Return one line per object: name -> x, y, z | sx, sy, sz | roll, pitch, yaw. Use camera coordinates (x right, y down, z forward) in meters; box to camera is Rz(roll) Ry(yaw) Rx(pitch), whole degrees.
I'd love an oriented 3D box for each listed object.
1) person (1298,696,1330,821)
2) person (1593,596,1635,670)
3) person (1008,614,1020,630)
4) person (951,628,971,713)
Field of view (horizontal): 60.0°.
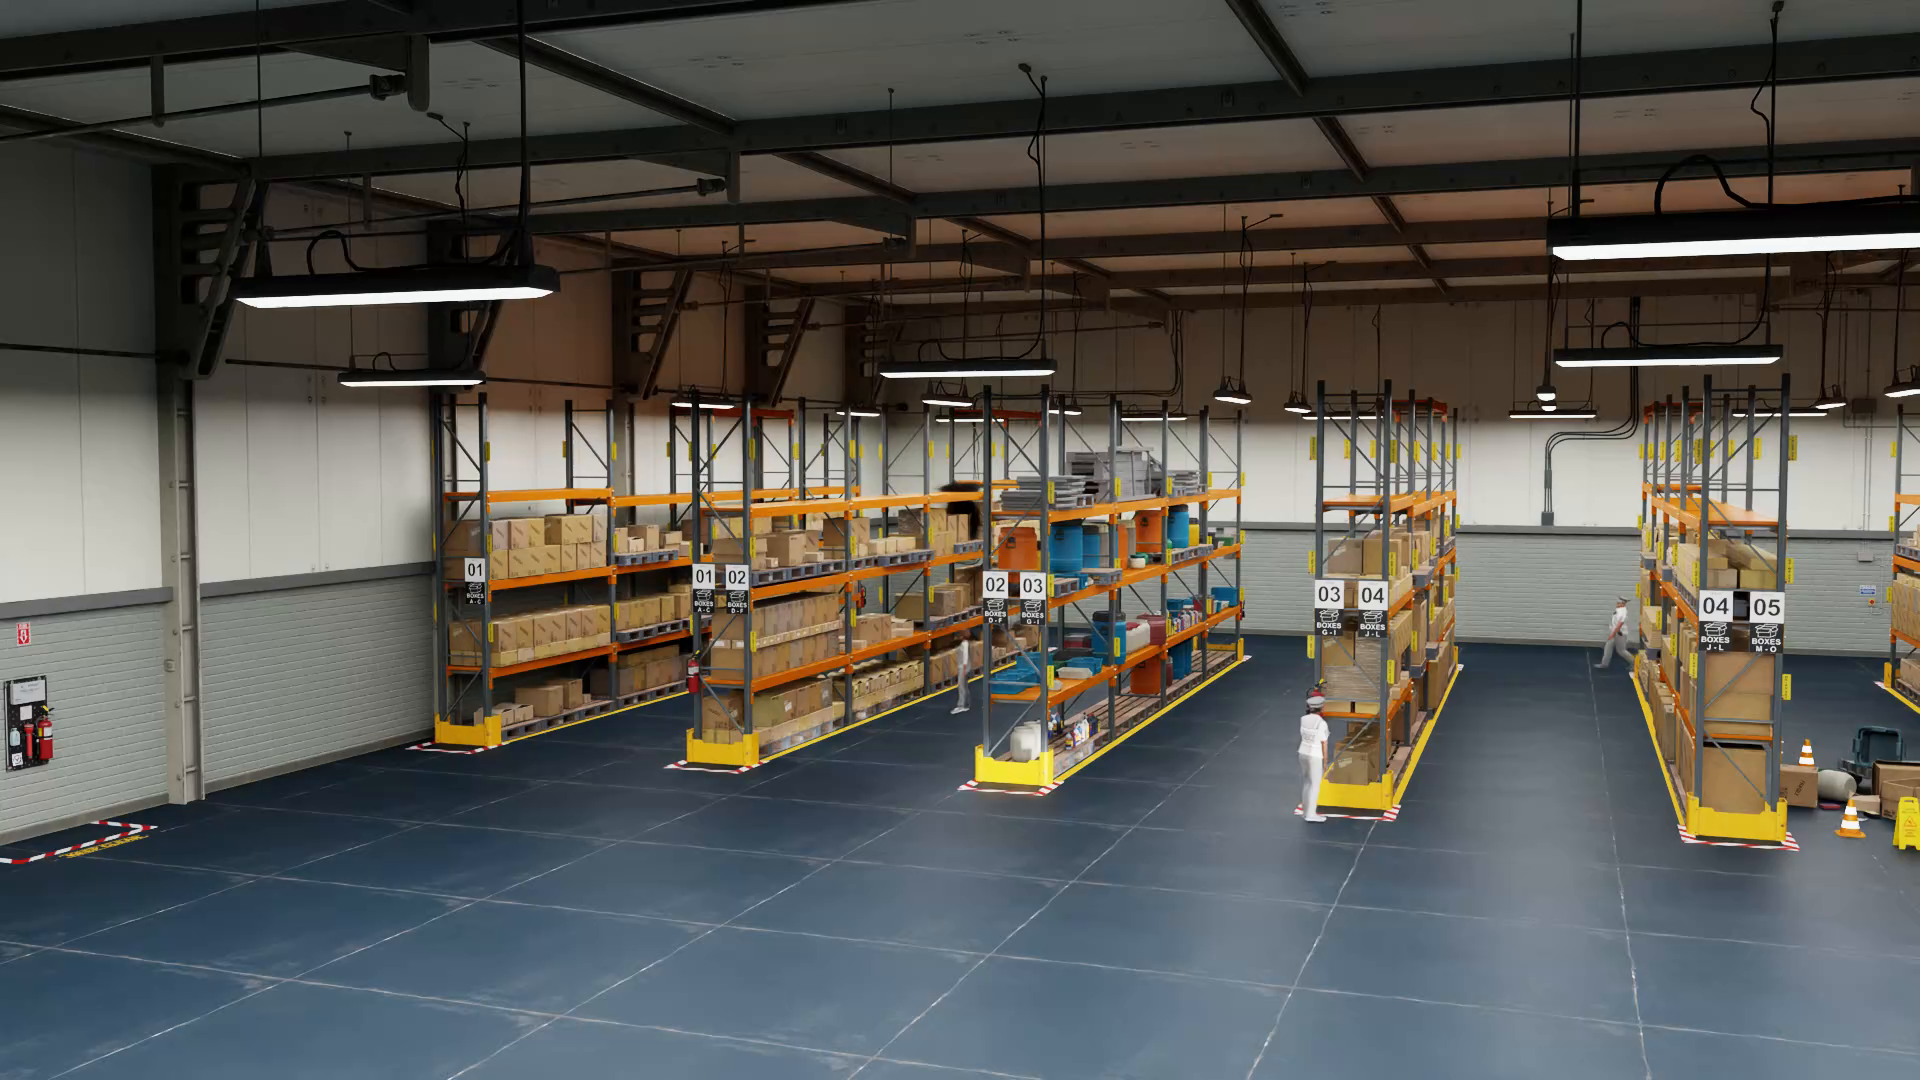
person -> 4.792, 2.960, 22.480 | 0.360, 1.687, 0.458 | -2, 4, -31
person -> 15.002, 2.129, 37.934 | 0.975, 1.711, 0.594 | 0, 3, 9
person -> 1.337, 1.825, 43.014 | 0.593, 1.782, 0.586 | -1, 3, -25
person -> 0.021, 2.501, 31.962 | 0.373, 1.606, 0.544 | 0, 3, 4
